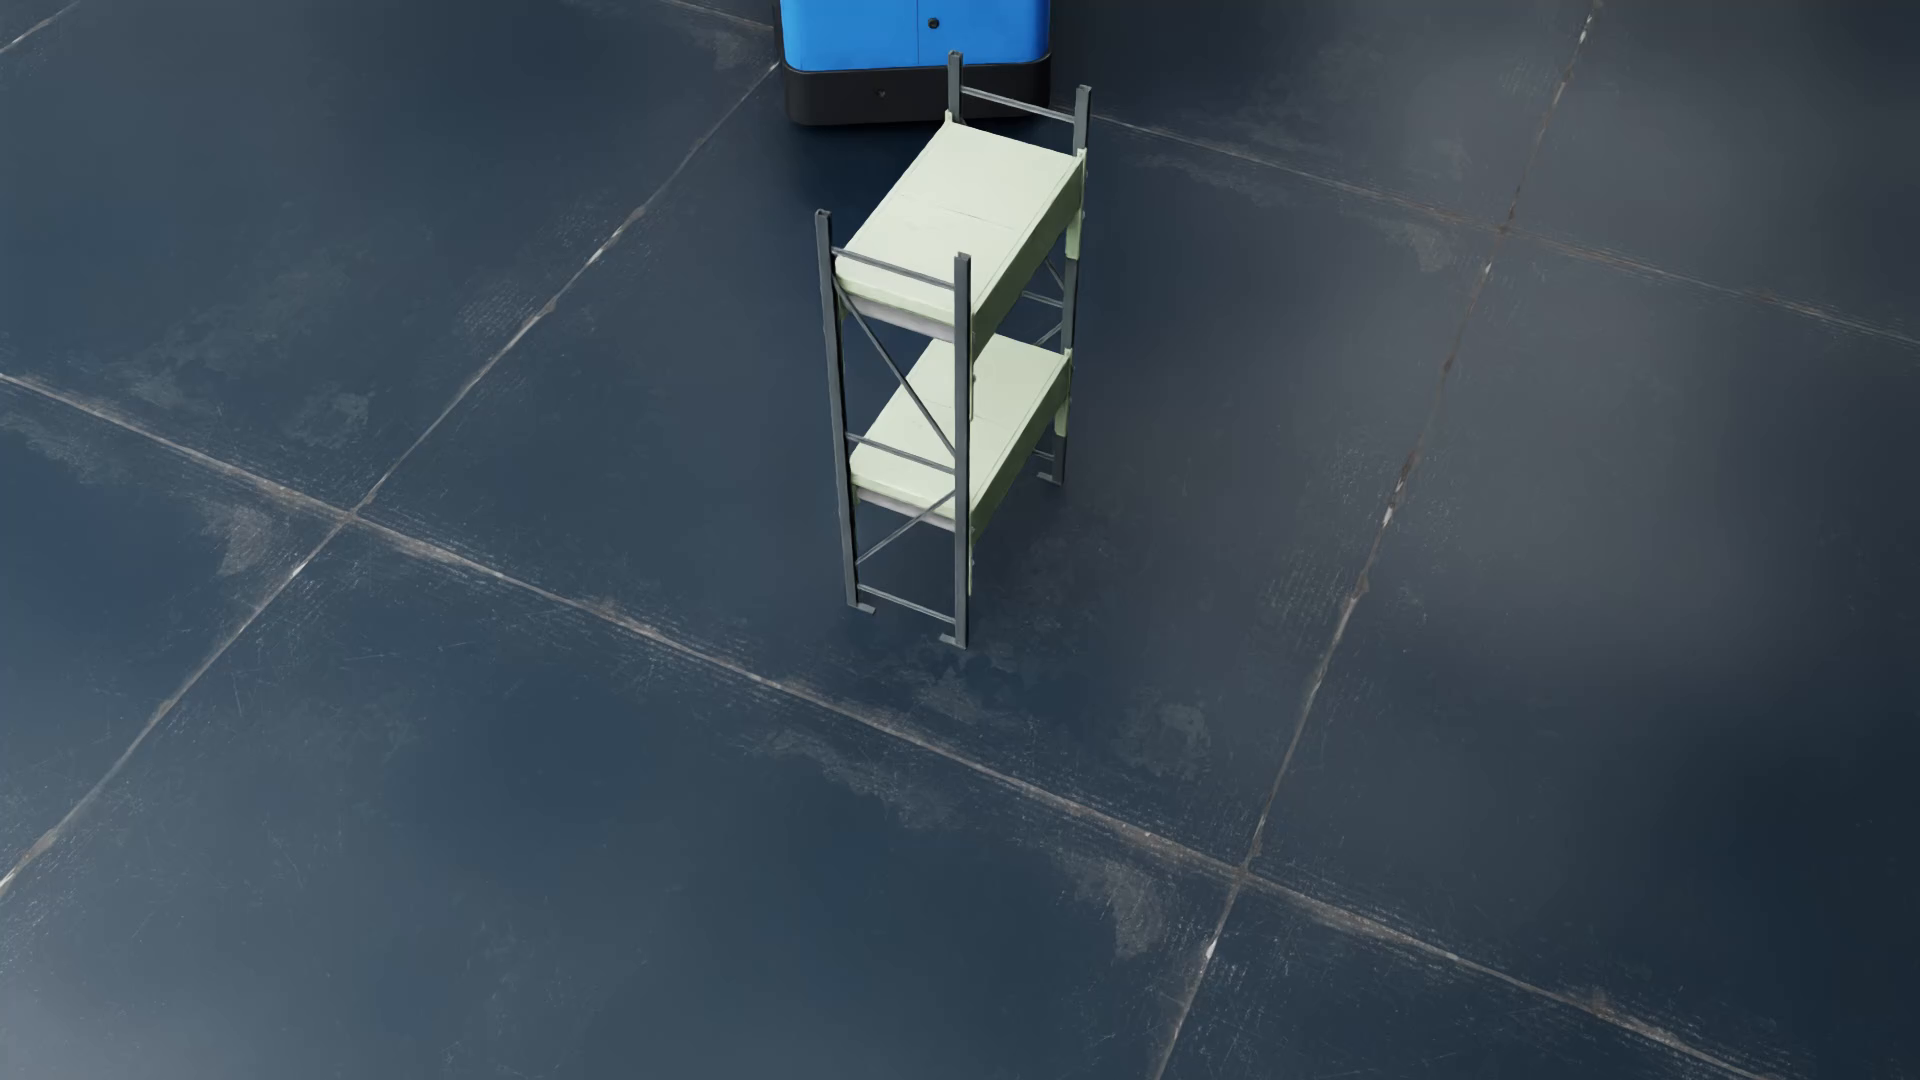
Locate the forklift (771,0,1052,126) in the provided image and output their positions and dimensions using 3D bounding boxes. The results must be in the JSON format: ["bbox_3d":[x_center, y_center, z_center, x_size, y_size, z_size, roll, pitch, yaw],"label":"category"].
[{"bbox_3d":[-0.270,-3.707,6.480,1.130,2.935,3.031,-3,50,-3],"label":"forklift"}]

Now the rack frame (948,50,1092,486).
[{"bbox_3d":[0.154,-0.733,4.889,0.400,1.500,0.023,20,52,16],"label":"rack frame"}]

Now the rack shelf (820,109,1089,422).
[{"bbox_3d":[-0.003,-0.734,4.378,0.431,0.370,0.720,20,52,16],"label":"rack shelf"}]

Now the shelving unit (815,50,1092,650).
[{"bbox_3d":[-0.003,-0.481,4.675,0.431,1.500,0.755,20,52,16],"label":"shelving unit"}]

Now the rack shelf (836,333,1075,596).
[{"bbox_3d":[-0.003,-0.270,4.923,0.431,0.370,0.720,20,52,16],"label":"rack shelf"}]

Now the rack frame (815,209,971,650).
[{"bbox_3d":[-0.159,-0.229,4.460,0.400,1.500,0.023,20,52,16],"label":"rack frame"}]
